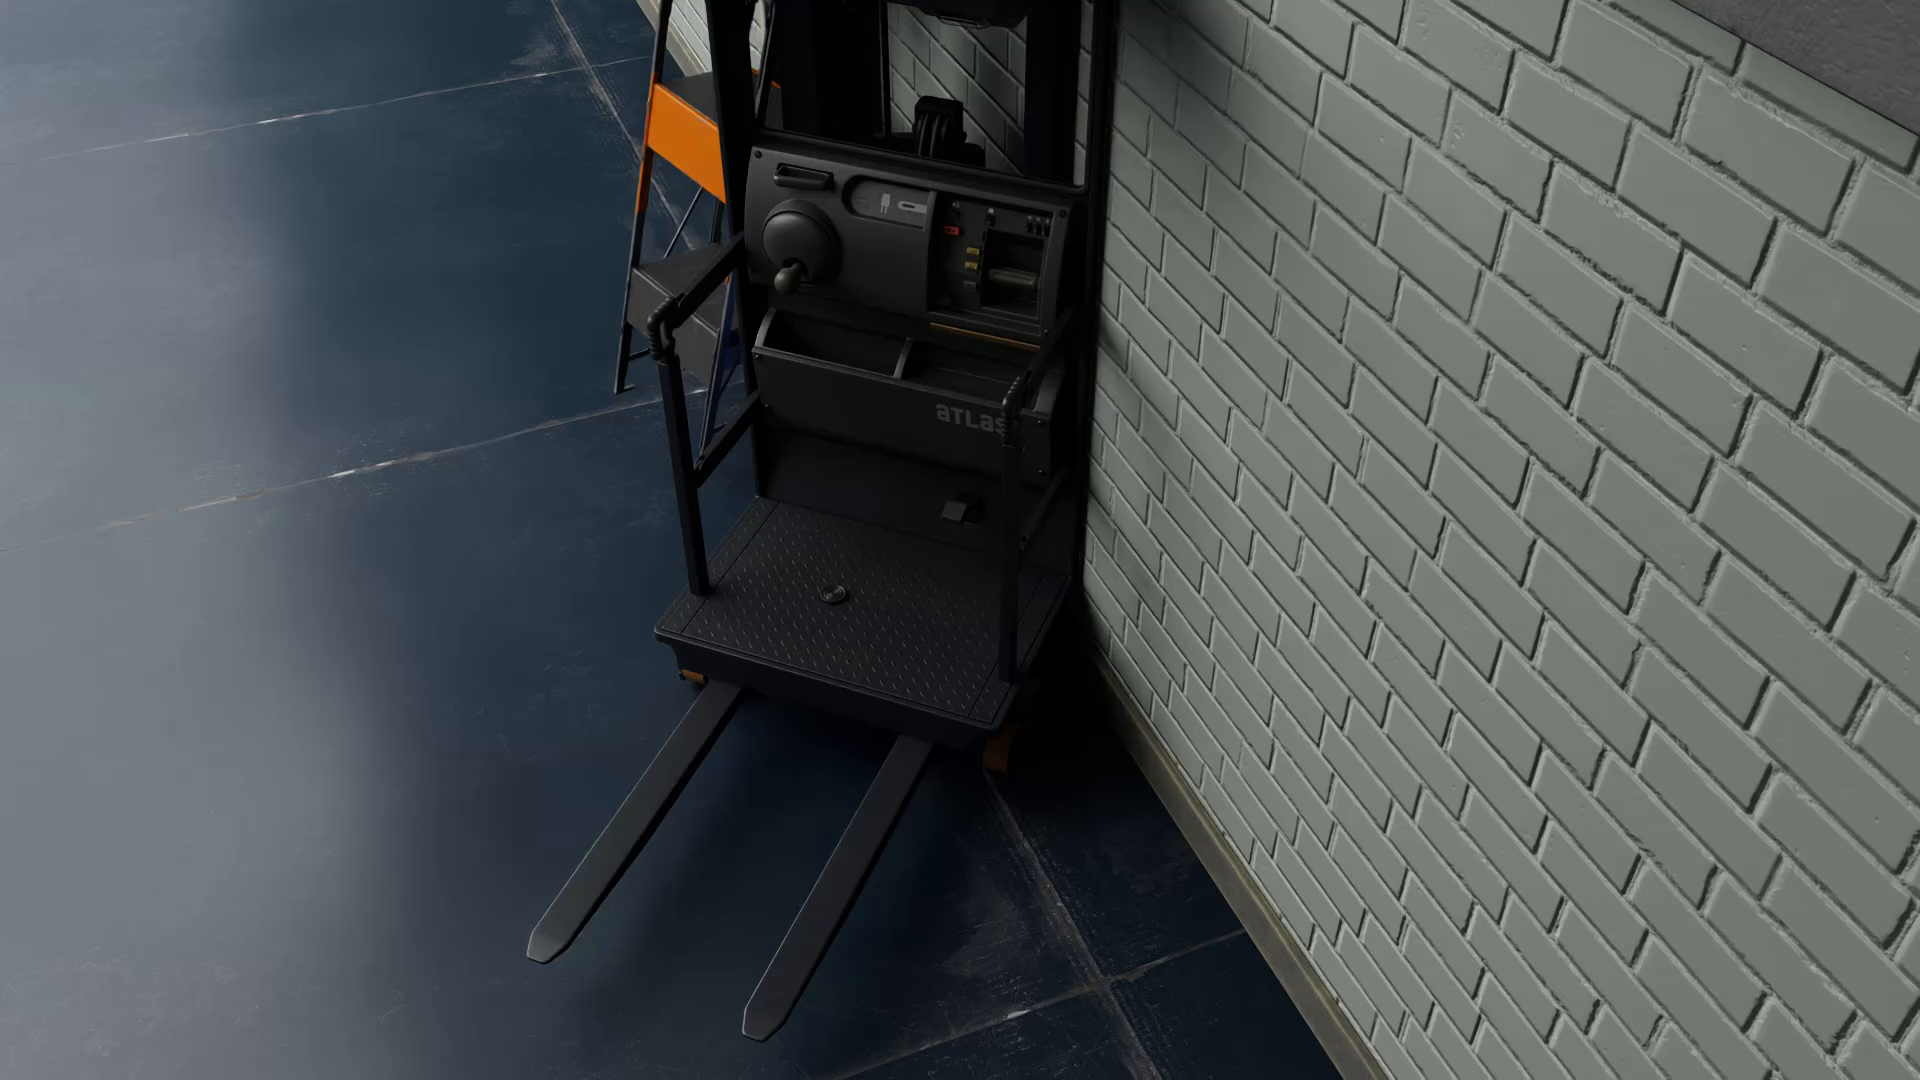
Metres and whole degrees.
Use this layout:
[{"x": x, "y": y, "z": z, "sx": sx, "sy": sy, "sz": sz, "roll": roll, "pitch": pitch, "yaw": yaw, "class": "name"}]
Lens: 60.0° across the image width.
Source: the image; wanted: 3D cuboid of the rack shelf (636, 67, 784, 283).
[{"x": -0.738, "y": -1.242, "z": 5.527, "sx": 0.480, "sy": 0.518, "sz": 0.431, "roll": 39, "pitch": 44, "yaw": 25, "class": "rack shelf"}]

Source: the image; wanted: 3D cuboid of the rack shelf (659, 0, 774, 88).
[{"x": -0.581, "y": -1.763, "z": 5.087, "sx": 0.480, "sy": 0.518, "sz": 0.431, "roll": 39, "pitch": 44, "yaw": 25, "class": "rack shelf"}]

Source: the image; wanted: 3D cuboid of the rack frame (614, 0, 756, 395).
[{"x": -0.907, "y": -1.391, "z": 5.621, "sx": 0.015, "sy": 2.100, "sz": 0.400, "roll": 39, "pitch": 44, "yaw": 25, "class": "rack frame"}]

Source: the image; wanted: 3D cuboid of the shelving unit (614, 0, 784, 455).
[{"x": -0.735, "y": -1.252, "z": 5.519, "sx": 0.503, "sy": 2.100, "sz": 0.431, "roll": 39, "pitch": 44, "yaw": 25, "class": "shelving unit"}]

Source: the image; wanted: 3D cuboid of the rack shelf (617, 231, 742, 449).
[{"x": -0.895, "y": -0.721, "z": 5.968, "sx": 0.480, "sy": 0.518, "sz": 0.431, "roll": 39, "pitch": 44, "yaw": 25, "class": "rack shelf"}]

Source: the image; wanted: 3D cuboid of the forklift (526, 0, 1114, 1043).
[{"x": -0.229, "y": -0.731, "z": 4.352, "sx": 1.130, "sy": 2.935, "sz": 3.031, "roll": 14, "pitch": 43, "yaw": 16, "class": "forklift"}]

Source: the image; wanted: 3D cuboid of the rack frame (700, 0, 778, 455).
[{"x": -0.562, "y": -1.113, "z": 5.416, "sx": 0.015, "sy": 2.100, "sz": 0.400, "roll": 39, "pitch": 44, "yaw": 25, "class": "rack frame"}]

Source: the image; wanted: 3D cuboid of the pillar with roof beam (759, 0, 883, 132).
[{"x": -4.456, "y": -3.056, "z": 2.402, "sx": 9.100, "sy": 9.000, "sz": 0.400, "roll": -15, "pitch": 43, "yaw": -17, "class": "pillar with roof beam"}]
